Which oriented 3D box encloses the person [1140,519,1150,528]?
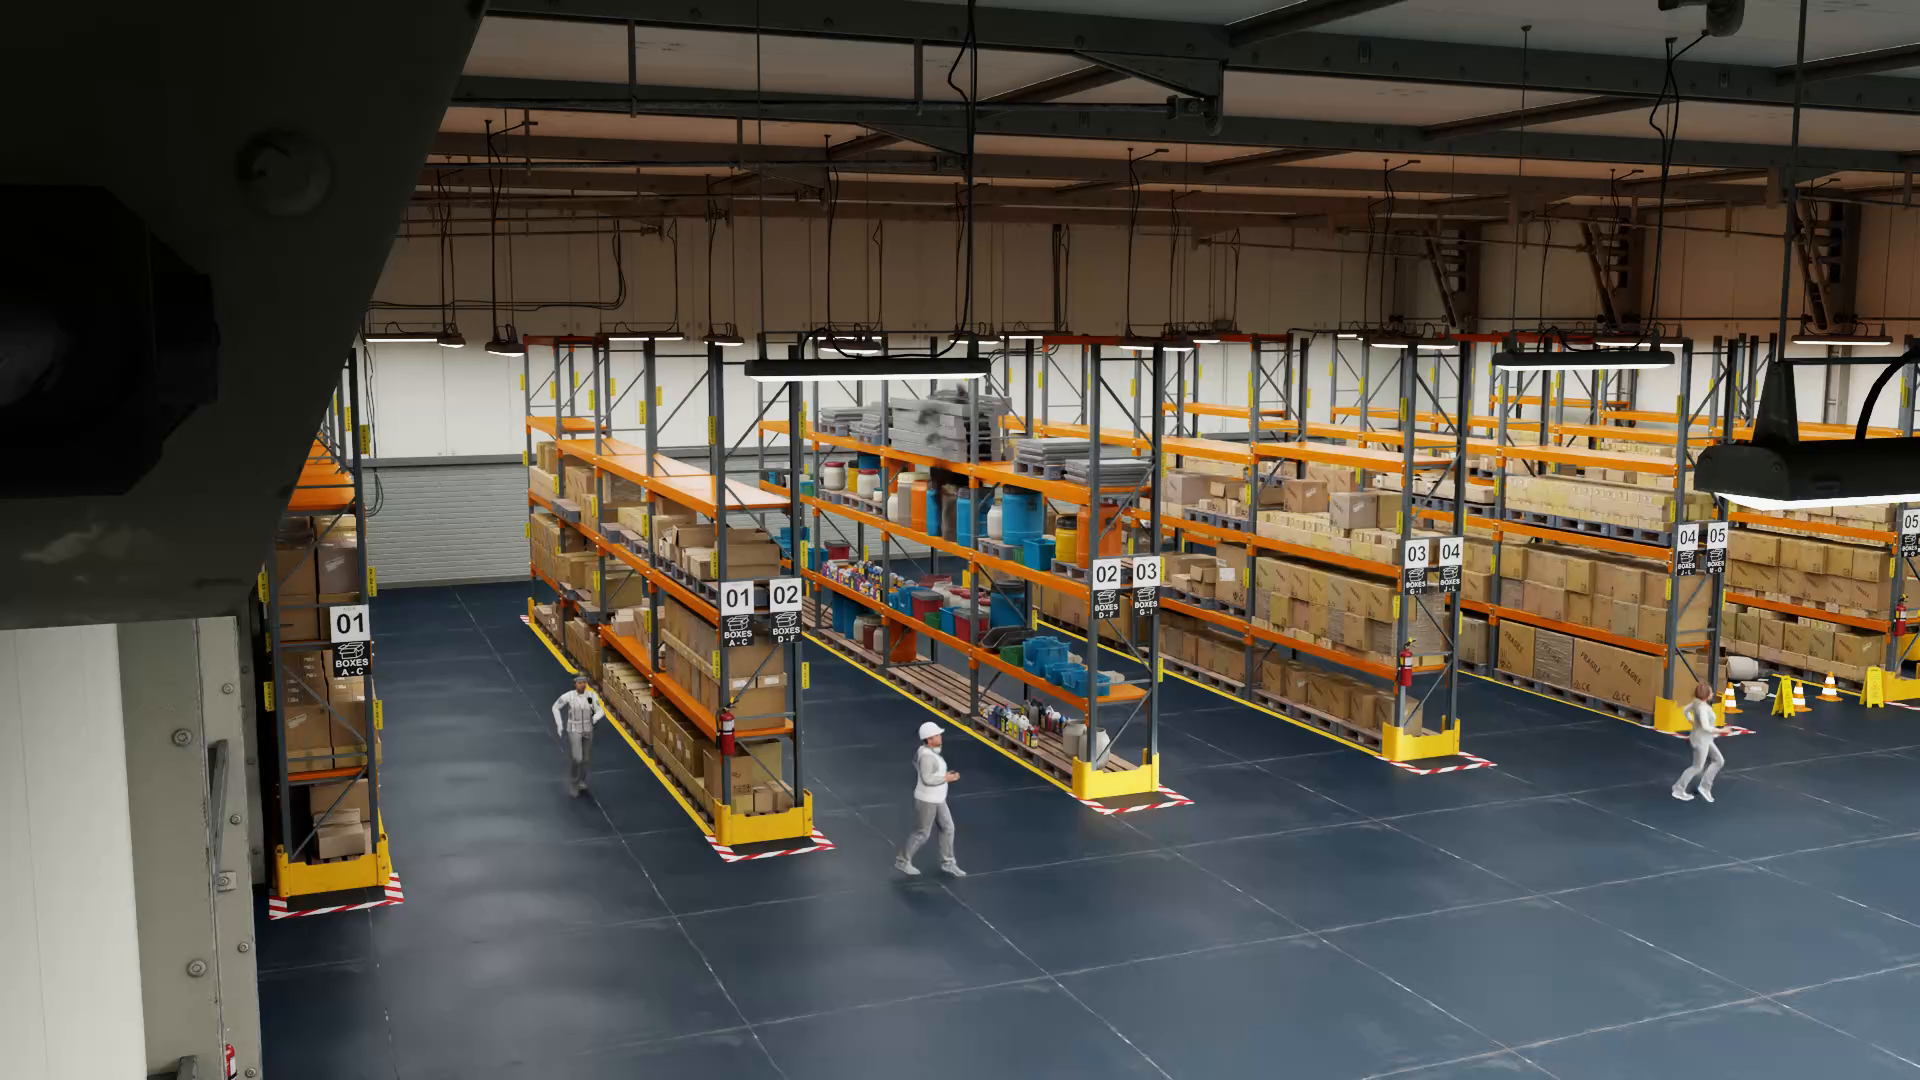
[{"bbox_3d":[4.584,-0.070,41.634,0.830,1.731,0.764,-2,8,-11],"label":"person"}]

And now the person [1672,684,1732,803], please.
[{"bbox_3d":[9.729,2.669,21.799,0.681,1.593,0.551,3,8,20],"label":"person"}]

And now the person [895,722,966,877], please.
[{"bbox_3d":[-0.336,2.949,18.798,0.792,1.815,0.659,1,8,9],"label":"person"}]

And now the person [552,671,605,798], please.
[{"bbox_3d":[-5.033,2.572,22.092,0.616,1.688,0.740,-4,9,-29],"label":"person"}]
